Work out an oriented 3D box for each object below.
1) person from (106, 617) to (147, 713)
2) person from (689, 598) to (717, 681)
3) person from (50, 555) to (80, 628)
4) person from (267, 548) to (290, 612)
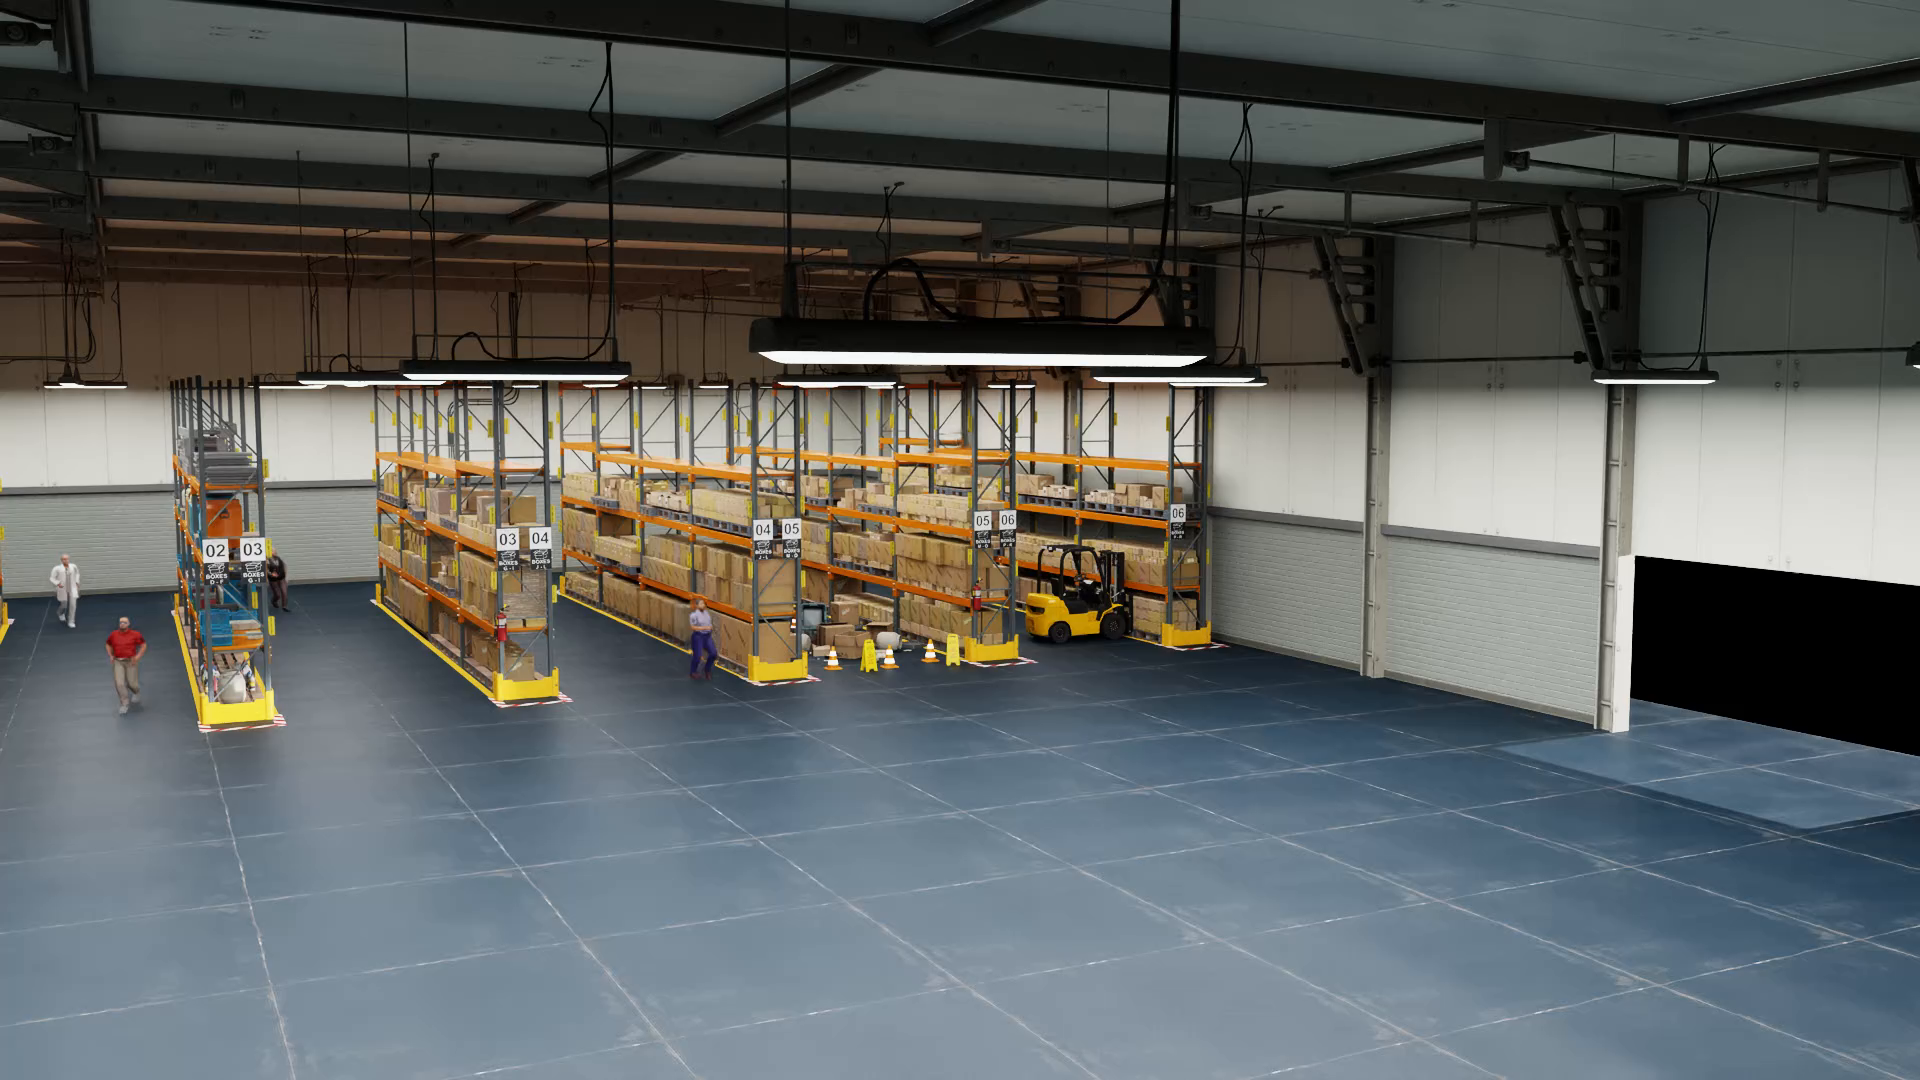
[{"bbox_3d":[-15.028,2.224,29.980,0.681,1.706,0.710,-1,5,-16],"label":"person"},{"bbox_3d":[-5.101,1.982,32.947,0.579,1.656,0.678,-5,7,-44],"label":"person"},{"bbox_3d":[-21.849,1.239,40.675,0.689,1.761,0.883,-5,7,-42],"label":"person"},{"bbox_3d":[-17.860,1.047,43.360,0.740,1.678,0.698,4,7,41],"label":"person"}]
